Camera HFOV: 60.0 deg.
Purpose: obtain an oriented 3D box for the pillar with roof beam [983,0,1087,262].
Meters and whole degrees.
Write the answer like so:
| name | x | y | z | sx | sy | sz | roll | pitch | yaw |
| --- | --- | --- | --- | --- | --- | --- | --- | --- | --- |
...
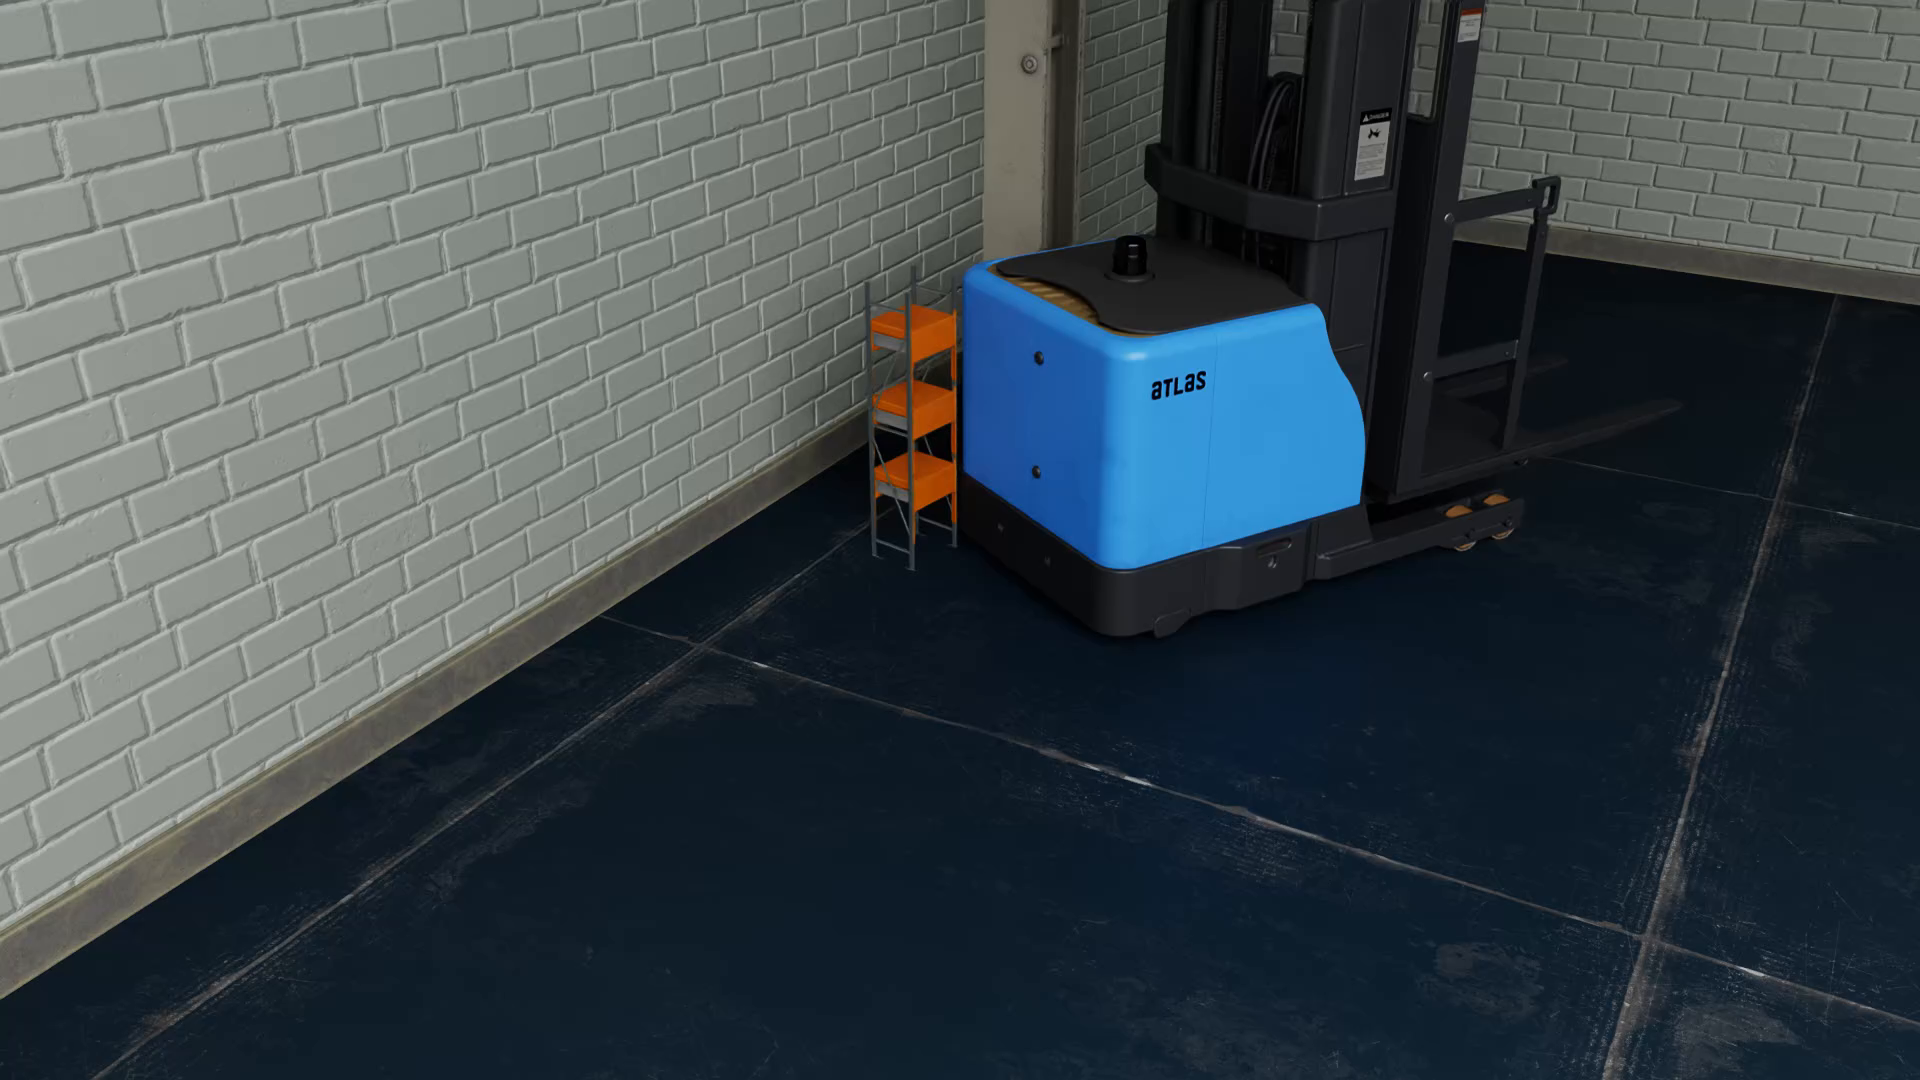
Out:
| name | x | y | z | sx | sy | sz | roll | pitch | yaw |
| --- | --- | --- | --- | --- | --- | --- | --- | --- | --- |
| pillar with roof beam | 4.081 | -3.961 | 4.110 | 9.100 | 9.000 | 0.400 | 14 | 30 | 26 |

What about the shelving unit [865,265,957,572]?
| name | x | y | z | sx | sy | sz | roll | pitch | yaw |
| --- | --- | --- | --- | --- | --- | --- | --- | --- | --- |
| shelving unit | -0.168 | -0.425 | 5.925 | 0.215 | 1.050 | 0.252 | 20 | 33 | 34 |

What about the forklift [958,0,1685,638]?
| name | x | y | z | sx | sy | sz | roll | pitch | yaw |
| --- | --- | --- | --- | --- | --- | --- | --- | --- | --- |
| forklift | 1.525 | -1.458 | 5.887 | 3.031 | 2.935 | 1.130 | -15 | 30 | -27 |

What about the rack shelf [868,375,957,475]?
| name | x | y | z | sx | sy | sz | roll | pitch | yaw |
| --- | --- | --- | --- | --- | --- | --- | --- | --- | --- |
| rack shelf | -0.168 | -0.415 | 5.930 | 0.215 | 0.259 | 0.240 | 20 | 33 | 34 |

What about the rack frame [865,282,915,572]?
| name | x | y | z | sx | sy | sz | roll | pitch | yaw |
| --- | --- | --- | --- | --- | --- | --- | --- | --- | --- |
| rack frame | -0.245 | -0.382 | 5.841 | 0.200 | 1.050 | 0.008 | 20 | 33 | 34 |

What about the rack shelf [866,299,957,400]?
| name | x | y | z | sx | sy | sz | roll | pitch | yaw |
| --- | --- | --- | --- | --- | --- | --- | --- | --- | --- |
| rack shelf | -0.168 | -0.669 | 5.803 | 0.215 | 0.259 | 0.240 | 20 | 33 | 34 |

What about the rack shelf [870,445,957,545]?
| name | x | y | z | sx | sy | sz | roll | pitch | yaw |
| --- | --- | --- | --- | --- | --- | --- | --- | --- | --- |
| rack shelf | -0.168 | -0.167 | 6.055 | 0.215 | 0.259 | 0.240 | 20 | 33 | 34 |

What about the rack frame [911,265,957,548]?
| name | x | y | z | sx | sy | sz | roll | pitch | yaw |
| --- | --- | --- | --- | --- | --- | --- | --- | --- | --- |
| rack frame | -0.092 | -0.467 | 6.010 | 0.200 | 1.050 | 0.008 | 20 | 33 | 34 |
